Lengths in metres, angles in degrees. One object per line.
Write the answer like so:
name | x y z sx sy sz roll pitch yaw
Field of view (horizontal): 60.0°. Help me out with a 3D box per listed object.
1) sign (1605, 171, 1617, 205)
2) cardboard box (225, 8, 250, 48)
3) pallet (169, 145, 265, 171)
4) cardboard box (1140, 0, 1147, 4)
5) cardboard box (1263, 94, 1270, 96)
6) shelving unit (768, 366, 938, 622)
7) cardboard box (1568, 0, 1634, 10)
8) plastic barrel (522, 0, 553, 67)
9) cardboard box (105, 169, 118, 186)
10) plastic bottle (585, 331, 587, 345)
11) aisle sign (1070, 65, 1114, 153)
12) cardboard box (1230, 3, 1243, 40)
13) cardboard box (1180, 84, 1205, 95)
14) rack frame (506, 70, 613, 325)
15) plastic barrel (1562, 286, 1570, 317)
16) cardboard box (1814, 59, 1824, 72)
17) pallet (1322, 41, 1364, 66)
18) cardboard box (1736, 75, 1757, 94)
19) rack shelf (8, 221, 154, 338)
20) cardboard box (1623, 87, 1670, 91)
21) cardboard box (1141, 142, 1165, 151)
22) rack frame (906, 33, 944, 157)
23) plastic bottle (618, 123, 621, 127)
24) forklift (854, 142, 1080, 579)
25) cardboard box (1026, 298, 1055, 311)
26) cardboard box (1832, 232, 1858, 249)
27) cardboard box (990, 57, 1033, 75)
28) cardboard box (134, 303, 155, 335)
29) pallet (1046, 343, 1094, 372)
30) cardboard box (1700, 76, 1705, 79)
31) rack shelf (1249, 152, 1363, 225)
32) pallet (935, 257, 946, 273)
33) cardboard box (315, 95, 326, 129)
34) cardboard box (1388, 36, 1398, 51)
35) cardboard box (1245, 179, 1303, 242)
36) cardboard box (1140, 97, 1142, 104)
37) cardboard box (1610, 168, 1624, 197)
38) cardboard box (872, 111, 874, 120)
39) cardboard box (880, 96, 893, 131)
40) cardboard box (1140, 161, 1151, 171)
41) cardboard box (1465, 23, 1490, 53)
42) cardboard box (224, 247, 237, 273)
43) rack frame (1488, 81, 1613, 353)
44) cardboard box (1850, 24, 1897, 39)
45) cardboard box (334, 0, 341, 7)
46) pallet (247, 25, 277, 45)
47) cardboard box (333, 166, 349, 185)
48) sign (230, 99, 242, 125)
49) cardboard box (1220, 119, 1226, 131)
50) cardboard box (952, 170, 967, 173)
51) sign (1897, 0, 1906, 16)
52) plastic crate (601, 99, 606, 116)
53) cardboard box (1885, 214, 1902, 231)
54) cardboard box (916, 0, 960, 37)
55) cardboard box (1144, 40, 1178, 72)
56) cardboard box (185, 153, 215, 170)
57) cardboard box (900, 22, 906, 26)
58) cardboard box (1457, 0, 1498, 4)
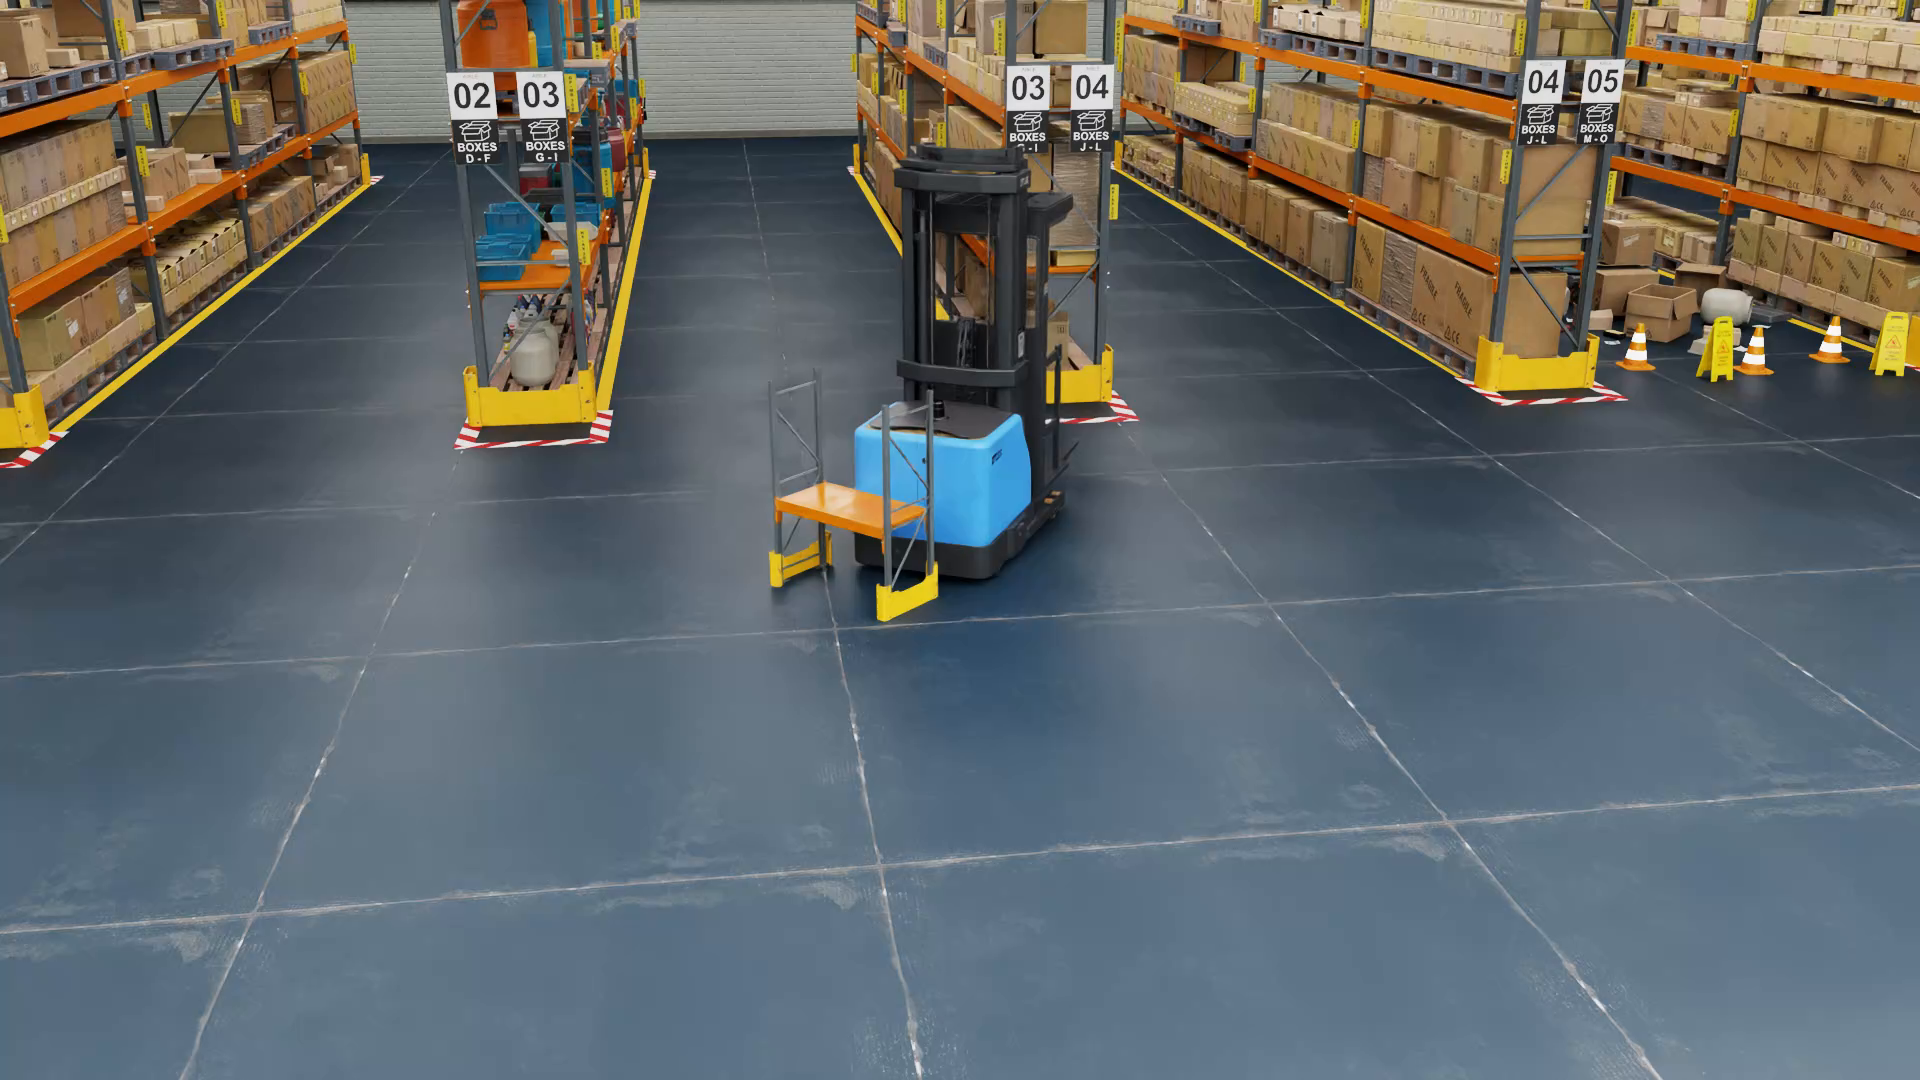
sign | 6.386 -3.459 16.338 0.100 0.325 0.005 -3 21 -8
cardboard box | -10.288 -7.004 22.752 0.910 0.500 0.500 -3 21 -8
pallet | -10.210 -5.188 22.593 1.213 0.211 1.003 -3 21 -8
cardboard box | 3.473 -9.577 29.285 0.500 0.250 0.500 -3 21 -7
cardboard box | 4.657 -6.651 25.144 0.380 0.149 0.250 -2 21 -5
shelving unit | -0.752 -0.345 11.496 1.083 1.500 0.587 15 25 35
cardboard box | 9.363 -7.818 24.325 0.797 0.503 0.637 -4 21 -11
plastic barrel | -4.527 -5.397 17.274 0.600 0.901 0.708 -3 21 -8
cardboard box | -9.182 -3.843 17.648 0.380 0.149 0.250 -3 21 -9
plastic bottle | -3.941 -2.096 17.313 0.097 0.271 0.097 0 20 0
aisle sign | 1.219 -3.986 15.386 0.394 0.787 0.004 -3 21 -8
cardboard box | 4.264 -7.569 24.265 0.500 0.500 0.500 -3 21 -8
cardboard box | 3.754 -7.247 26.740 0.380 0.149 0.250 -2 21 -6
rack frame | -4.564 -3.910 18.897 1.000 3.000 0.127 -3 21 -8
plastic barrel | 6.941 -2.853 19.749 0.512 0.421 0.421 12 24 30
cardboard box | 10.098 -5.471 19.150 0.380 0.149 0.250 -4 21 -9
pallet | 5.079 -6.005 20.494 0.805 0.209 1.217 -4 21 -10
cardboard box | 13.750 -7.746 28.425 0.700 0.500 0.500 -2 21 -6
rack shelf | -9.178 -2.632 16.504 1.077 0.370 4.000 -3 21 -8
cardboard box | 9.908 -6.284 24.086 0.500 0.500 0.500 -4 21 -9
cardboard box | 3.486 -7.110 30.089 0.380 0.149 0.250 -2 21 -6
rack frame | -0.240 -5.545 23.274 1.000 3.000 0.127 -3 21 -8
plastic bottle | -5.215 -6.200 25.207 0.152 0.276 0.135 -3 21 -8
forklift | 0.208 -1.579 12.755 1.130 2.935 3.031 7 22 18
cardboard box | 0.720 -2.223 17.353 0.500 0.500 0.500 2 21 6
cardboard box | 10.158 -3.405 18.876 0.380 0.149 0.250 -2 21 -5
cardboard box | 0.495 -4.562 16.001 0.380 0.149 0.250 -4 21 -10
cardboard box | -9.183 -2.420 18.239 0.500 0.250 0.500 -3 21 -8
pallet | 0.821 -1.778 17.174 1.003 0.211 1.213 -3 21 -8
cardboard box | 13.869 -8.458 30.863 0.500 0.250 0.500 -3 21 -8
rack shelf | 4.971 -4.730 22.122 1.077 0.370 4.000 -3 21 -8
pallet | 0.044 -3.546 21.909 1.003 0.211 1.213 -3 21 -8
cardboard box | -10.500 -6.845 26.614 0.500 0.500 0.500 -3 21 -7
cardboard box | 5.050 -5.587 18.716 0.380 0.149 0.250 -3 21 -8
cardboard box | 4.682 -4.687 23.594 1.050 0.750 0.750 -3 21 -8
cardboard box | 3.489 -8.019 30.257 0.380 0.149 0.250 -2 21 -5
cardboard box | 9.550 -5.489 25.562 0.875 0.875 0.875 -3 21 -8
cardboard box | -1.258 -7.079 27.741 0.380 0.149 0.250 -3 21 -9
cardboard box | -0.997 -6.805 26.505 0.500 0.500 0.500 -3 21 -8
cardboard box | 3.459 -6.753 29.984 0.380 0.149 0.250 -4 21 -10
cardboard box | 5.418 -5.036 16.673 0.500 0.250 0.500 -3 21 -8
cardboard box | -9.648 -3.607 21.416 0.500 0.250 0.500 -3 21 -8
rack frame | 5.836 -2.990 16.434 1.000 3.000 0.127 -3 21 -8
cardboard box | 10.172 -5.661 18.518 0.380 0.149 0.250 -3 21 -7
cardboard box | -10.870 -9.220 28.328 0.500 0.250 0.500 -3 21 -8
pallet | -10.443 -7.160 23.581 1.213 0.211 1.003 -3 21 -8
cardboard box | -10.767 -6.228 28.405 0.500 0.250 0.500 -3 21 -8
sign | -9.494 -5.618 21.816 0.100 0.325 0.005 -3 21 -8
cardboard box | 4.086 -6.162 24.685 0.380 0.149 0.250 -3 21 -7
cardboard box | 0.378 -4.012 18.603 0.875 0.500 0.500 -3 21 -8
sign | 13.941 -7.917 24.600 0.100 0.325 0.005 -3 21 -8
plastic crate | -5.755 -7.190 27.764 0.437 0.282 0.530 -3 21 -8
cardboard box | 10.292 -3.448 18.019 0.380 0.149 0.250 -3 21 -9
cardboard box | -0.277 -6.706 21.238 0.500 0.500 0.500 -4 21 -9
cardboard box | 3.541 -8.484 29.146 0.500 0.500 0.500 -4 21 -9
cardboard box | -10.034 -4.876 21.613 0.500 0.311 0.500 -2 21 -4
cardboard box | -0.610 -7.695 24.003 0.500 0.500 0.500 -2 21 -5
cardboard box | 5.736 -5.908 18.436 0.380 0.149 0.250 -3 21 -7
